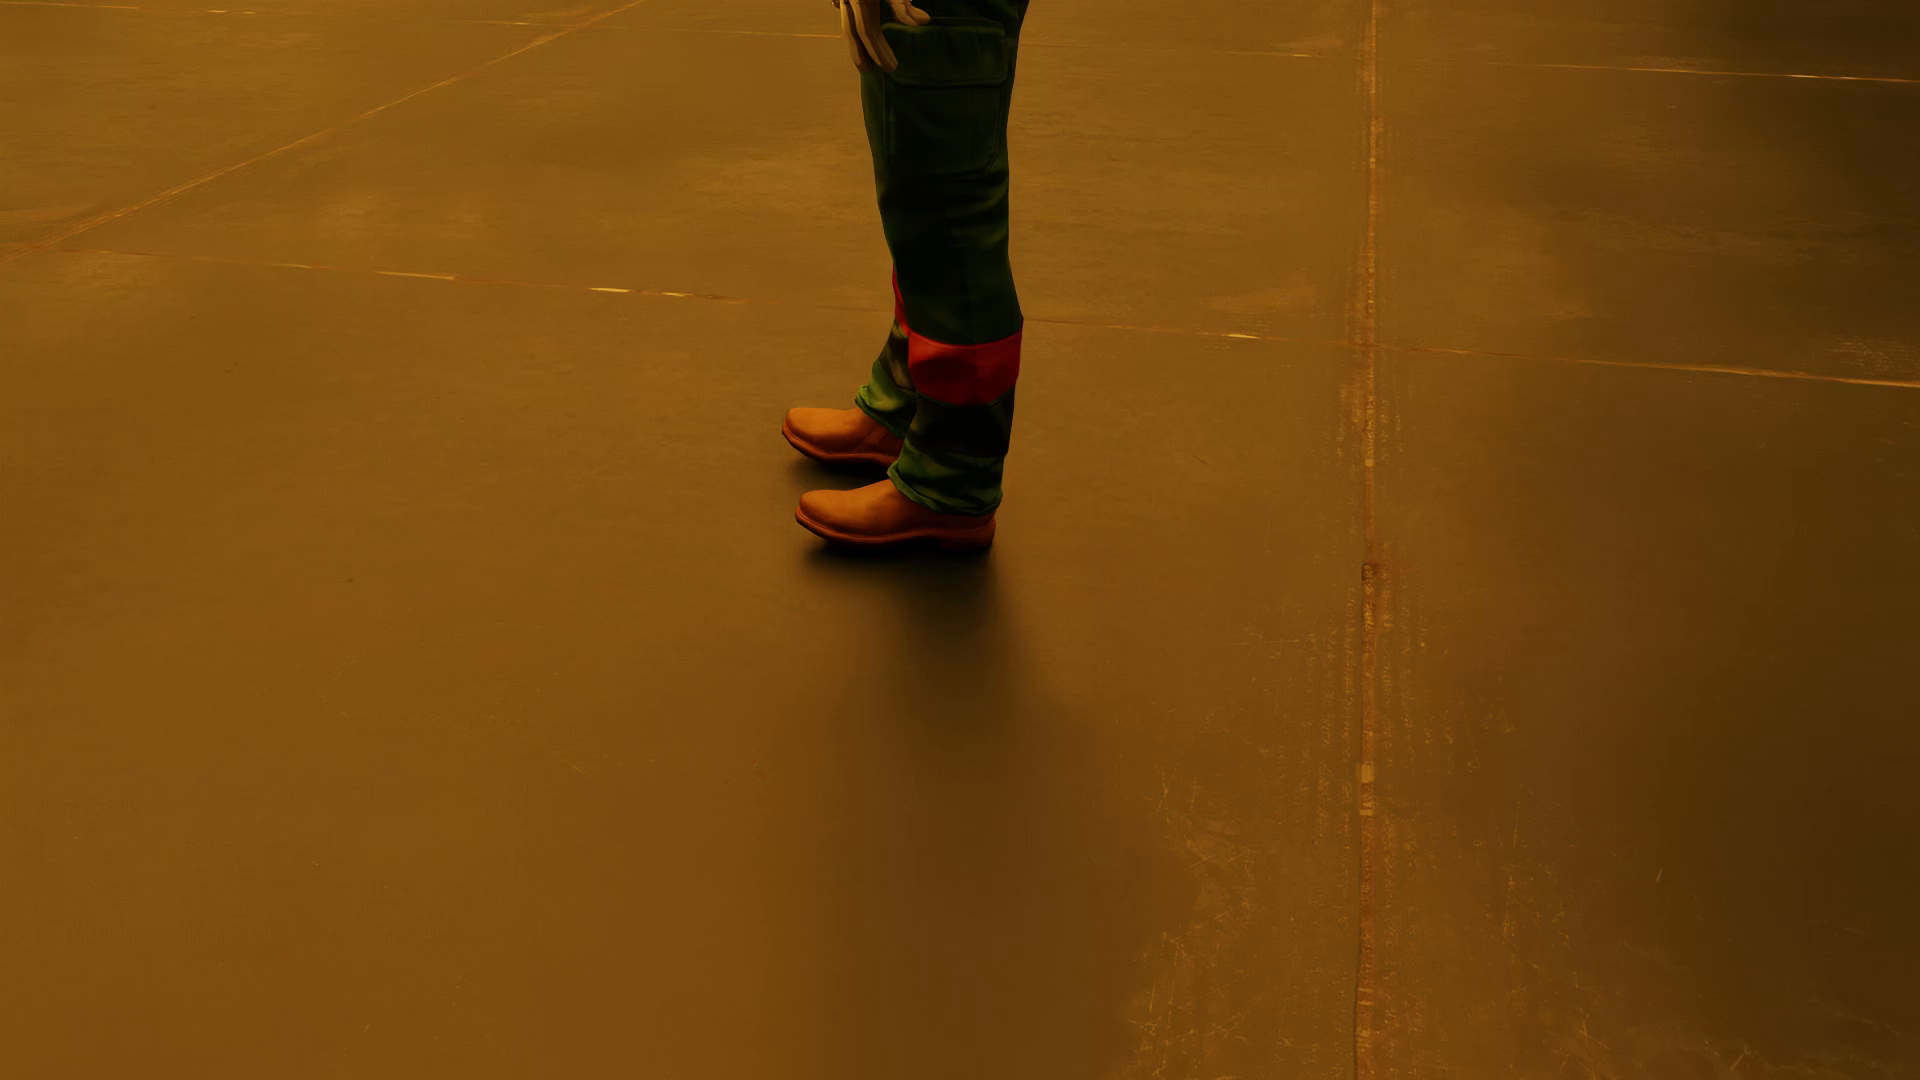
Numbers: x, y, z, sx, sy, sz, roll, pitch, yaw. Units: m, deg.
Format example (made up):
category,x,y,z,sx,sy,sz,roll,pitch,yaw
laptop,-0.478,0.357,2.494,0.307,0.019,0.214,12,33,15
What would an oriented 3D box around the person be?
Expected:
category,x,y,z,sx,sy,sz,roll,pitch,yaw
person,-0.078,-0.818,2.119,0.560,1.789,0.638,6,27,11
